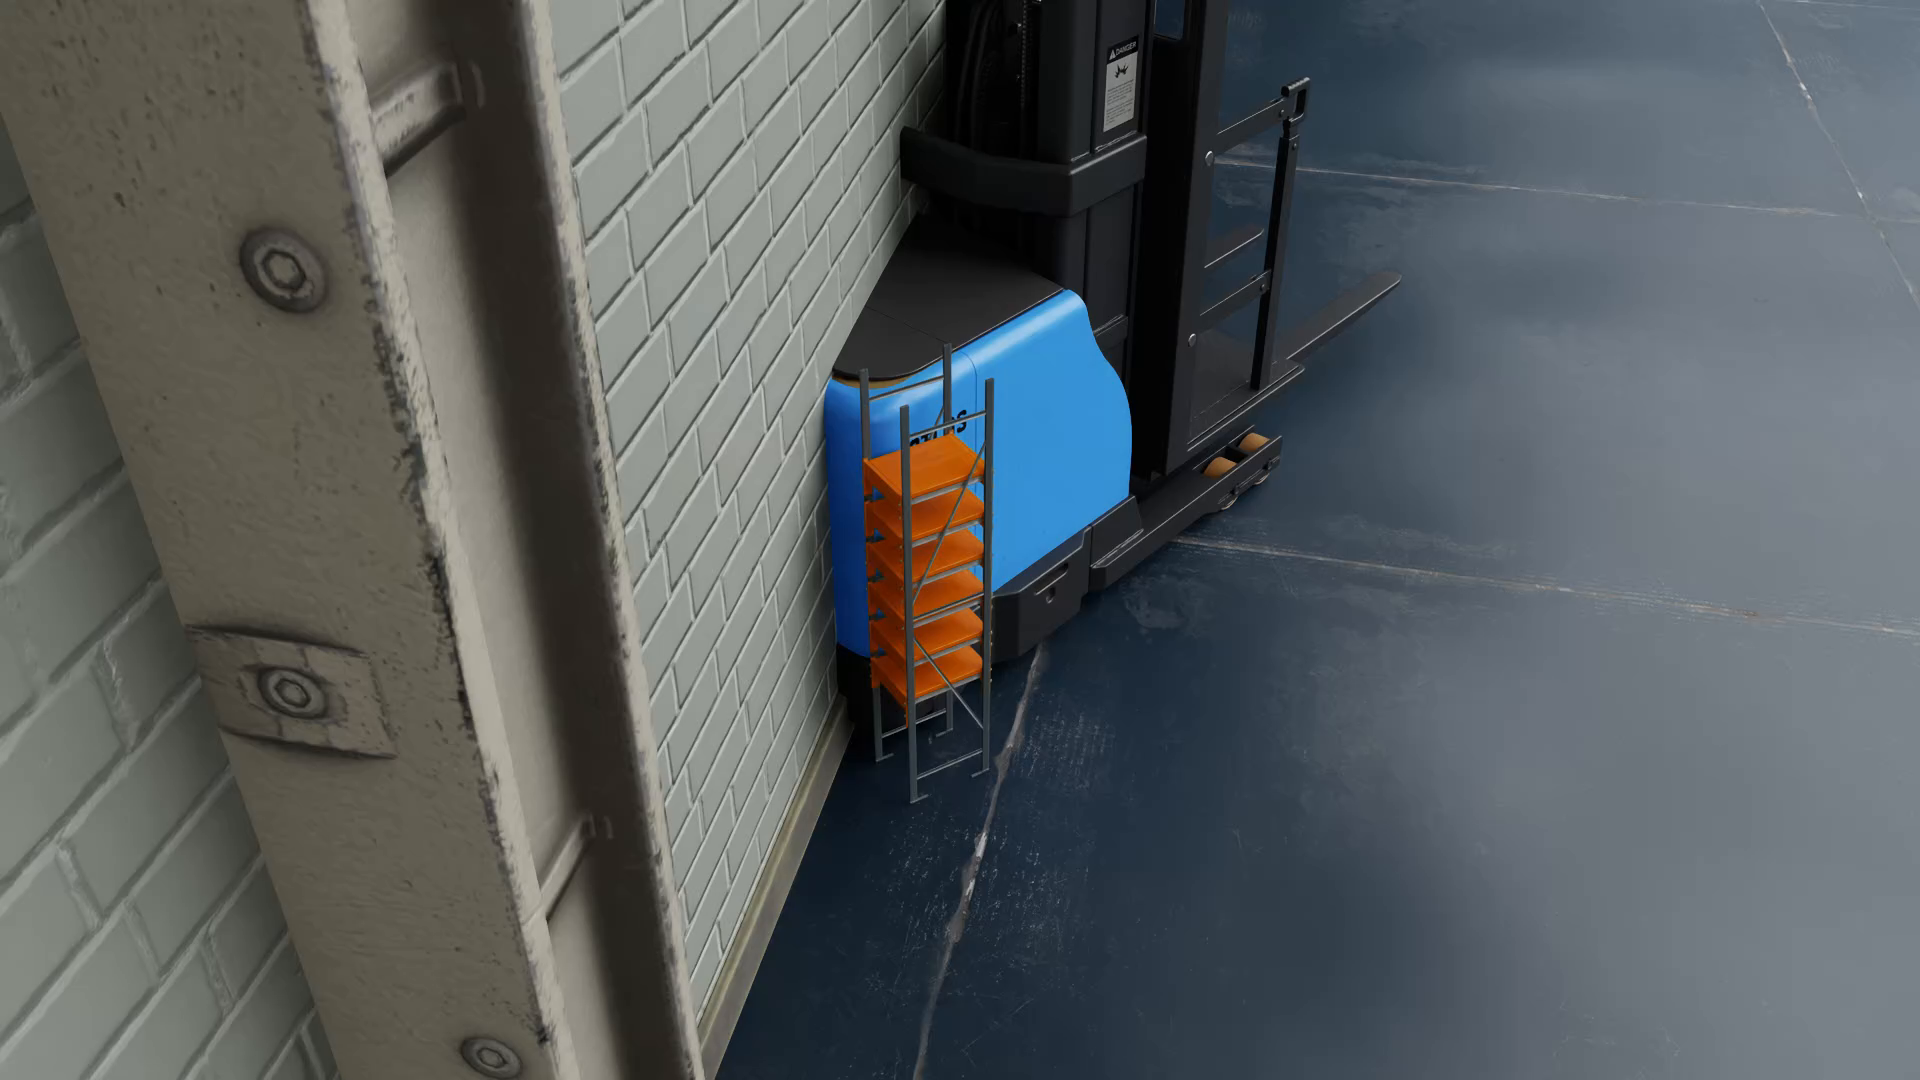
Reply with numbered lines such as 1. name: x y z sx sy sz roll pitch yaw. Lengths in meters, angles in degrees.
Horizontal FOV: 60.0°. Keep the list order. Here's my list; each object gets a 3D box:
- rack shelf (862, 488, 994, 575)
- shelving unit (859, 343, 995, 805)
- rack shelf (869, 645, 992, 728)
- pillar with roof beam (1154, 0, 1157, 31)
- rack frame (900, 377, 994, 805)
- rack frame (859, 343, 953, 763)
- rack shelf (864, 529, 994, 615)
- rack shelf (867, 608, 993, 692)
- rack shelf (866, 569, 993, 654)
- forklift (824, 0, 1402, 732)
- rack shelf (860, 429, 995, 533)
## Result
1. rack shelf: -0.075 -0.043 3.953 0.258 0.103 0.180 -20 40 -25
2. shelving unit: -0.075 0.116 4.068 0.258 1.200 0.189 -20 40 -25
3. rack shelf: -0.075 0.346 4.235 0.258 0.103 0.180 -20 40 -25
4. pillar with roof beam: 4.897 -4.903 4.346 9.100 9.000 0.400 7 37 10
5. rack frame: -0.027 0.161 4.005 0.240 1.200 0.006 -20 40 -25
6. rack frame: -0.123 0.070 4.131 0.240 1.200 0.006 -20 40 -25
7. rack shelf: -0.075 0.054 4.024 0.258 0.103 0.180 -20 40 -25
8. rack shelf: -0.075 0.249 4.165 0.258 0.103 0.180 -20 40 -25
9. rack shelf: -0.075 0.152 4.094 0.258 0.103 0.180 -20 40 -25
10. forklift: 0.411 -1.461 4.769 1.130 2.935 3.031 27 44 32
11. rack shelf: -0.075 -0.140 3.883 0.258 0.103 0.180 -20 40 -25
